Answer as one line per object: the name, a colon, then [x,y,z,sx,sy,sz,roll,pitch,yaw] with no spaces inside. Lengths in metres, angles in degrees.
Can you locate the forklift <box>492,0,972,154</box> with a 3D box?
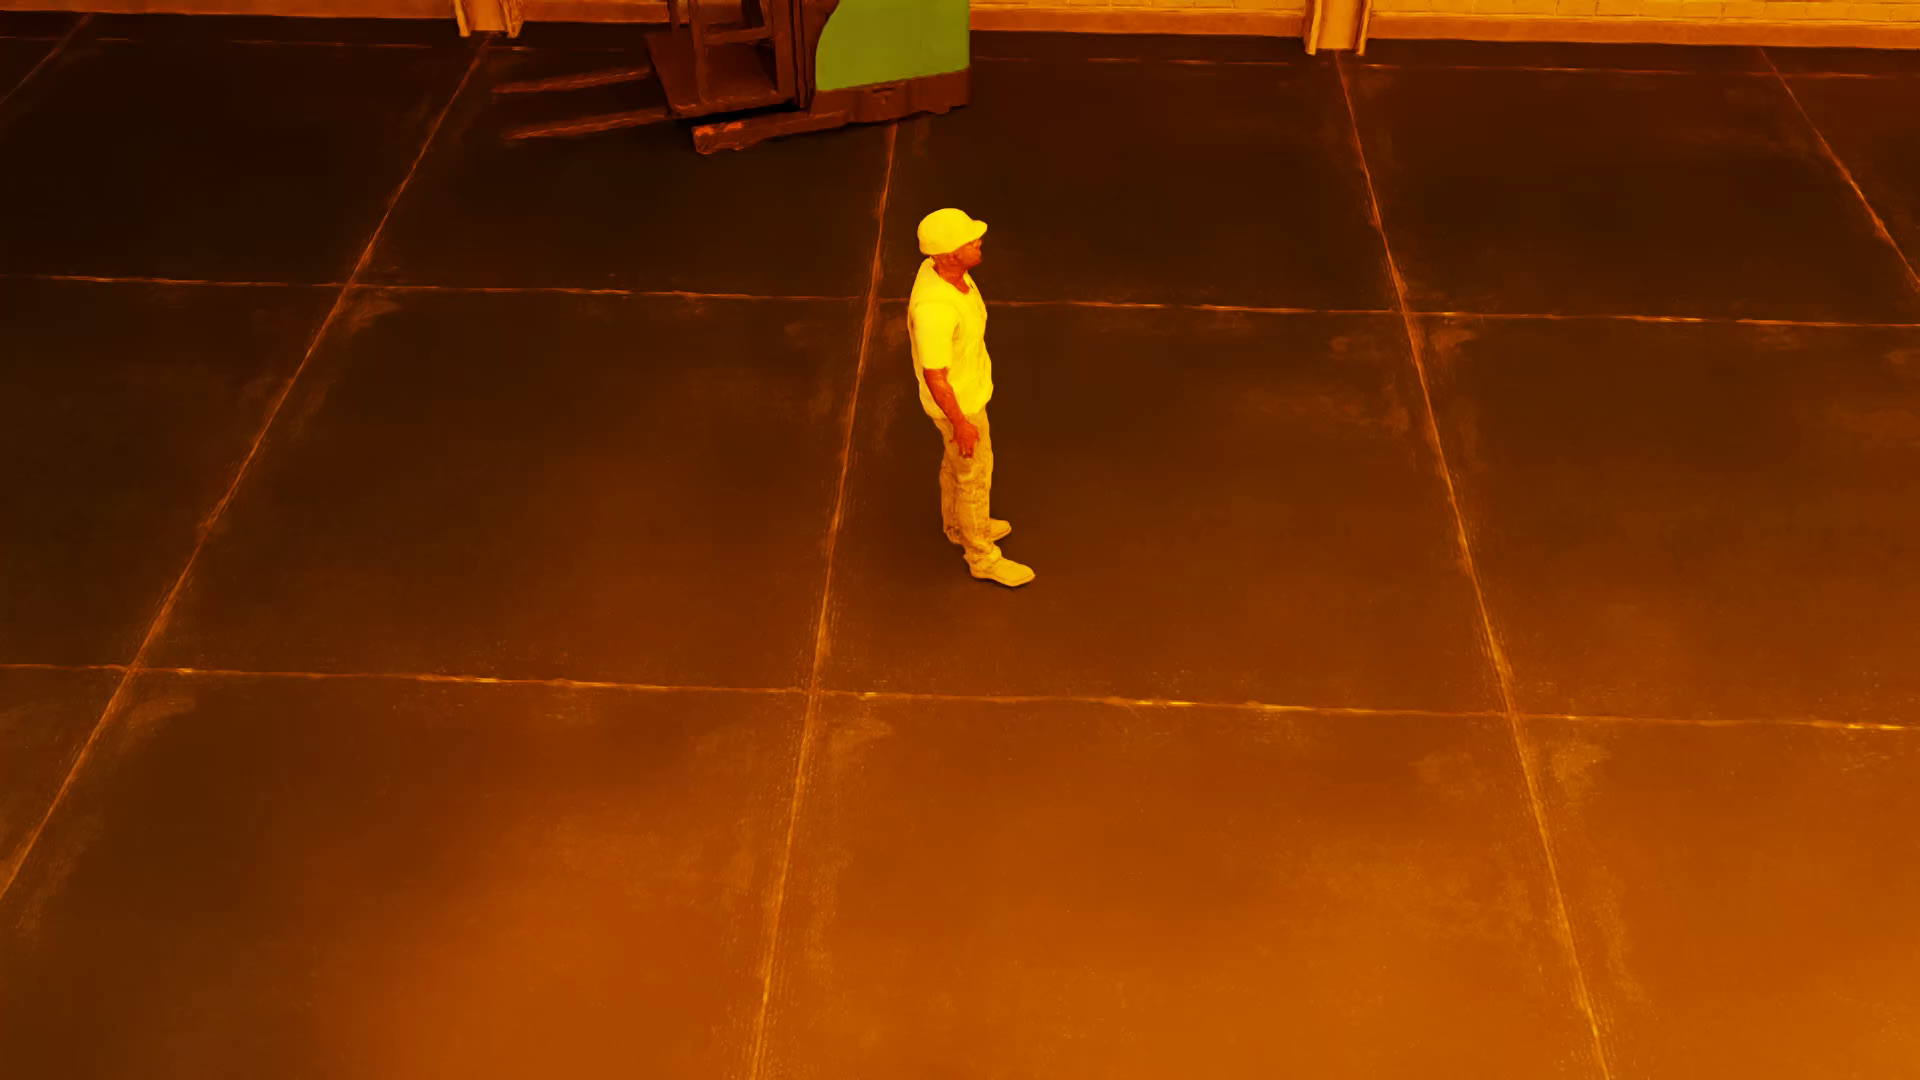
forklift: [-1.497,-3.943,10.061,3.031,2.935,1.130,-12,44,-13]

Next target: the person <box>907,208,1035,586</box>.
person: [0.069,-0.652,7.310,0.576,1.766,0.665,2,42,2]
